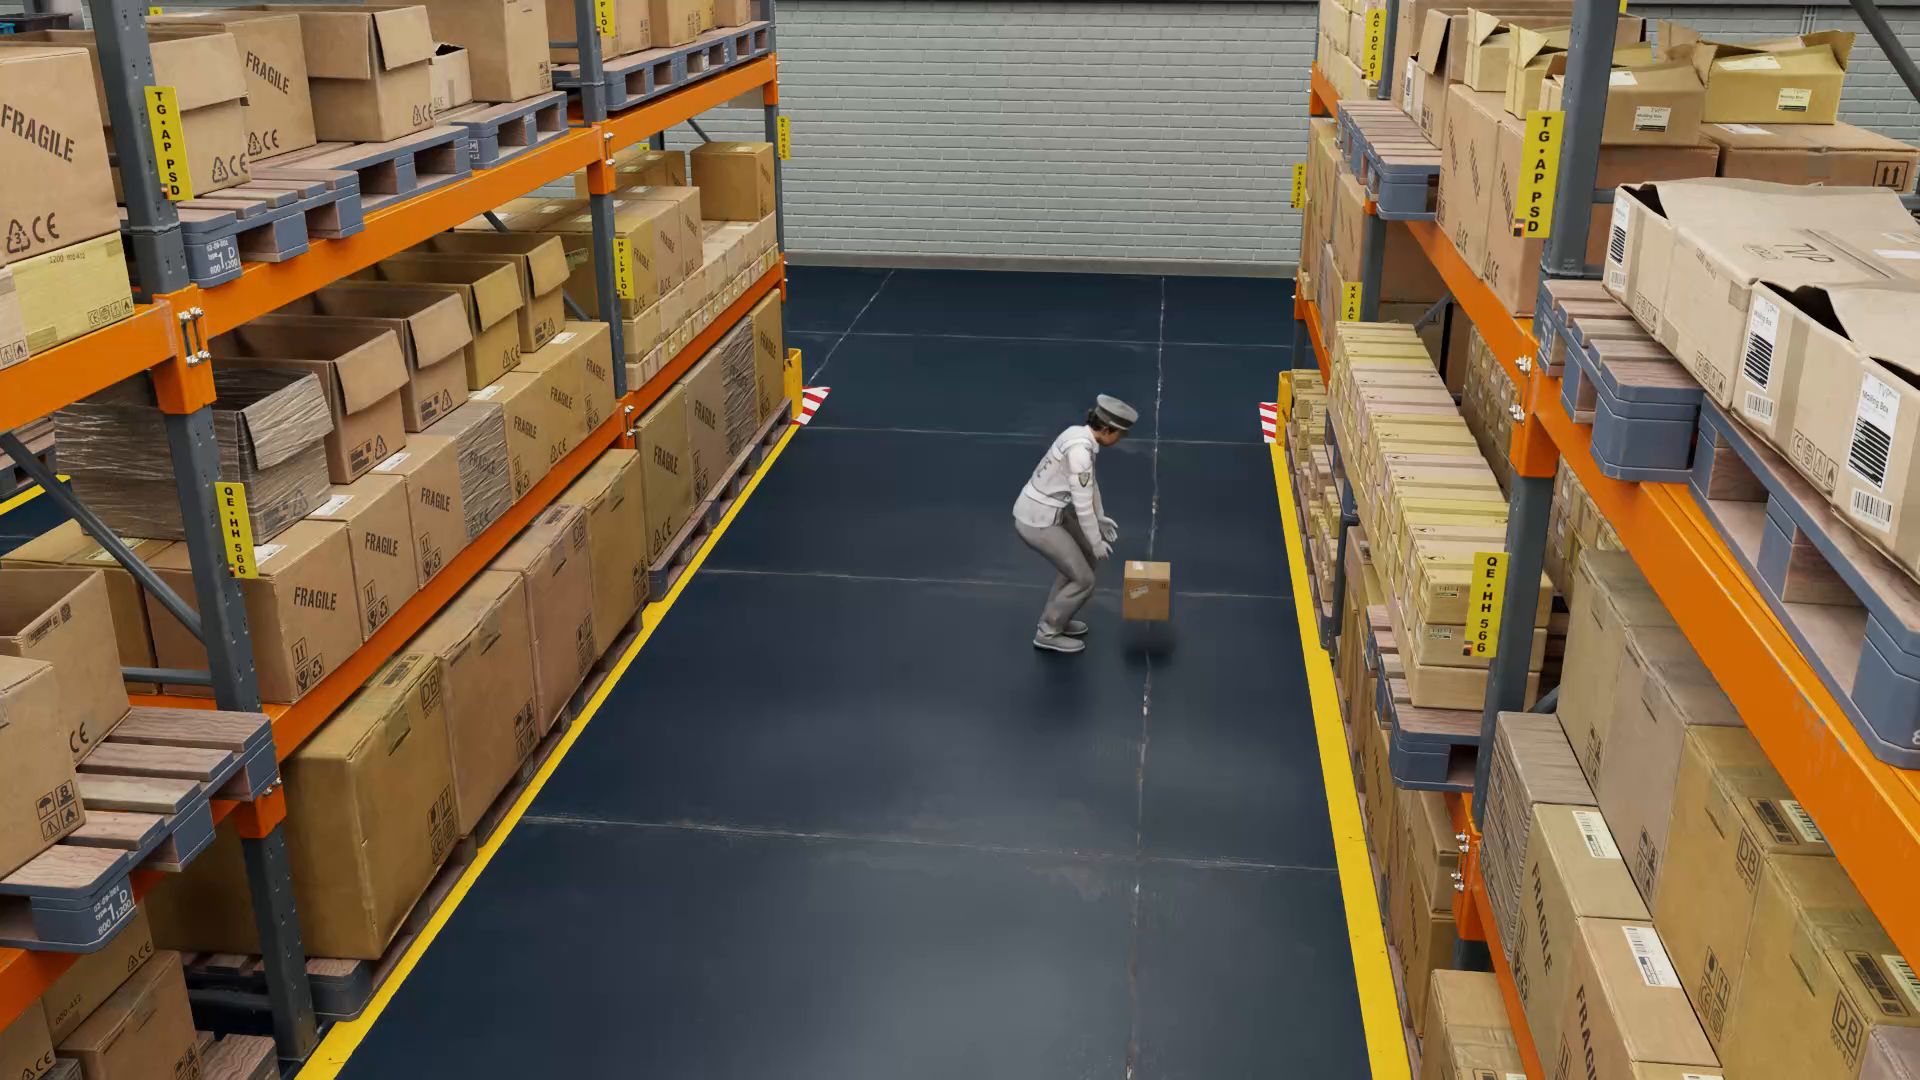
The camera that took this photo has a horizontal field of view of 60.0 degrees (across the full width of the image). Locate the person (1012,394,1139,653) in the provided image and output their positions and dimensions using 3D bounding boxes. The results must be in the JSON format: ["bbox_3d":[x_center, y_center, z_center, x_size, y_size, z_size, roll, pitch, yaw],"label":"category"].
[{"bbox_3d":[0.630,-0.107,9.193,0.673,1.430,0.534,3,21,7],"label":"person"}]
